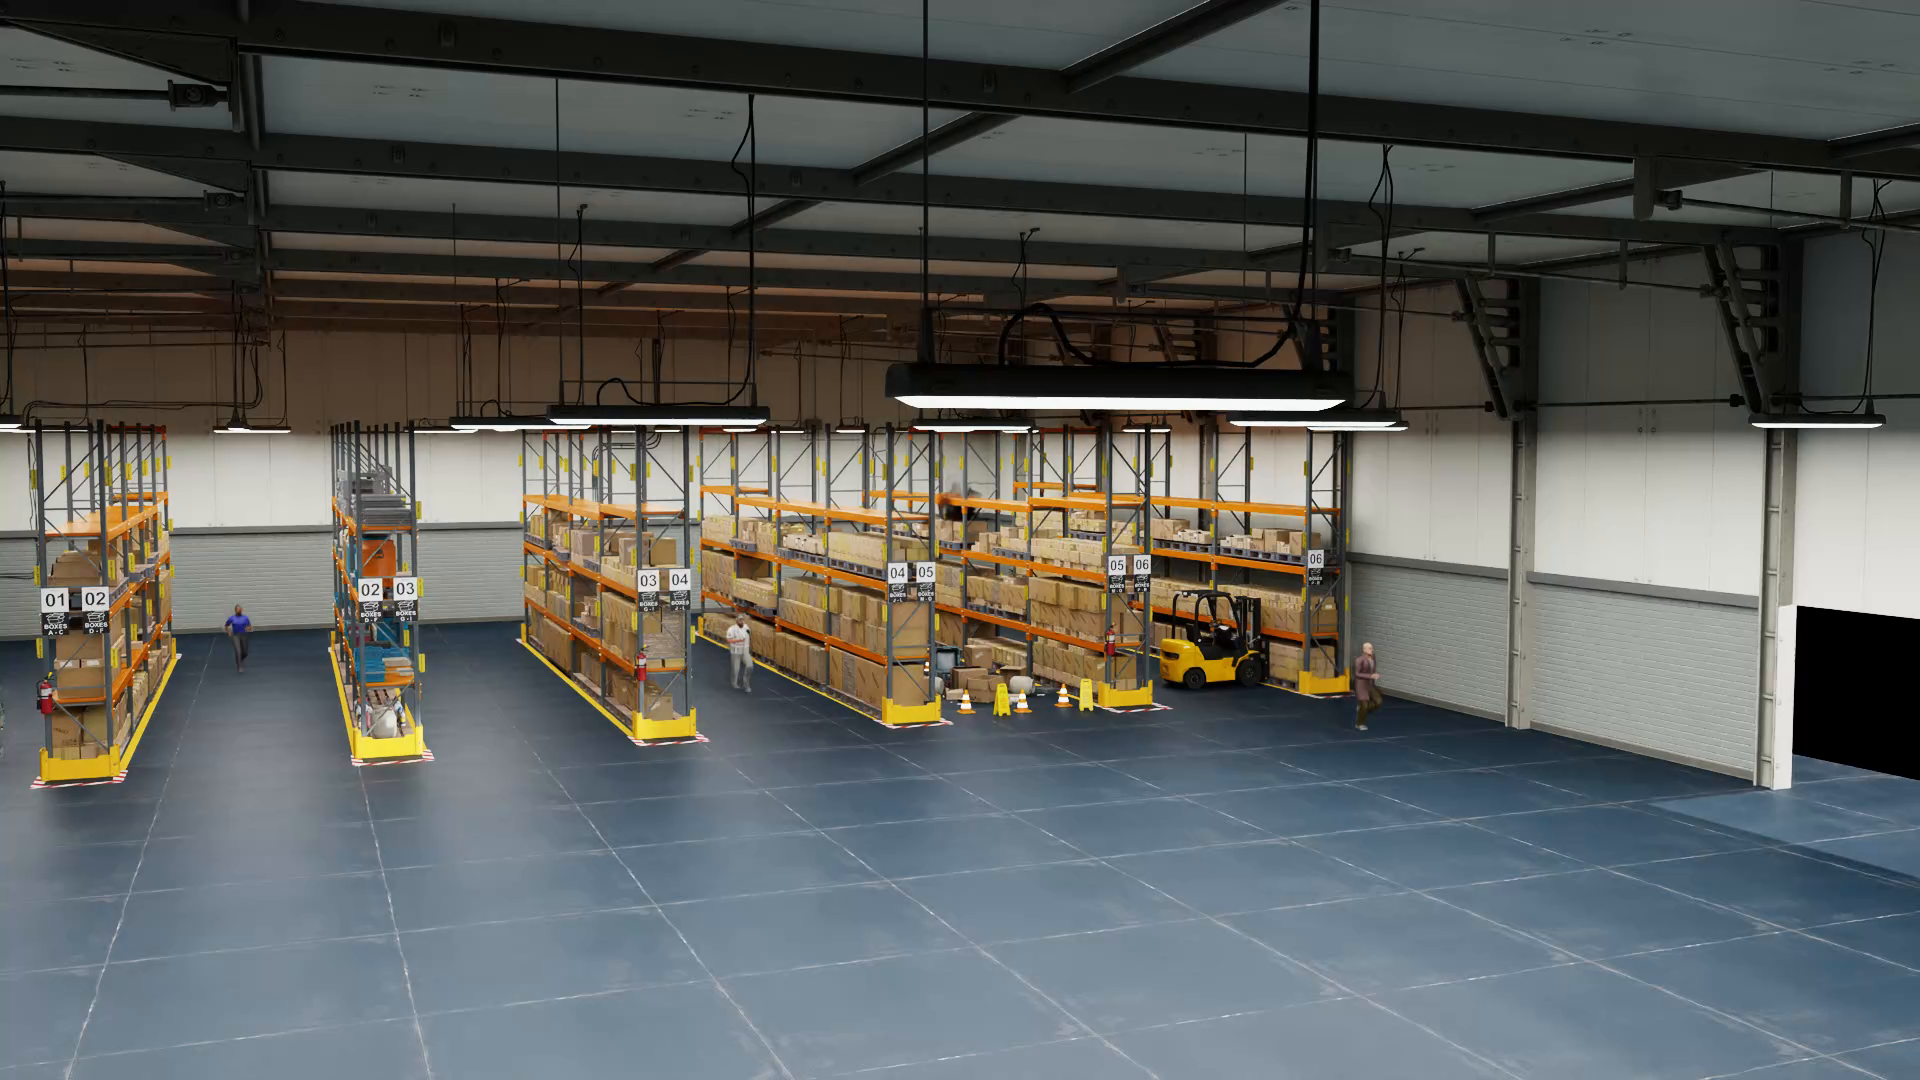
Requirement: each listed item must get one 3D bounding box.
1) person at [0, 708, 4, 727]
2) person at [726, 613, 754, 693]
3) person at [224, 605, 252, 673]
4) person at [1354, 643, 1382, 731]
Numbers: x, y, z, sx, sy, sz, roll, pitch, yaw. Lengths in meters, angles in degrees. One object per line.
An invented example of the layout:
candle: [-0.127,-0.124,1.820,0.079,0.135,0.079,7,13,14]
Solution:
person: [-16.277,3.234,27.743,0.588,1.546,0.506,-2,4,-30]
person: [-4.942,2.533,37.190,0.640,1.824,0.802,-2,4,-30]
person: [-17.497,2.387,40.350,0.588,1.621,0.805,-2,4,-35]
person: [7.901,2.869,32.150,0.761,1.682,0.723,-2,4,-34]
